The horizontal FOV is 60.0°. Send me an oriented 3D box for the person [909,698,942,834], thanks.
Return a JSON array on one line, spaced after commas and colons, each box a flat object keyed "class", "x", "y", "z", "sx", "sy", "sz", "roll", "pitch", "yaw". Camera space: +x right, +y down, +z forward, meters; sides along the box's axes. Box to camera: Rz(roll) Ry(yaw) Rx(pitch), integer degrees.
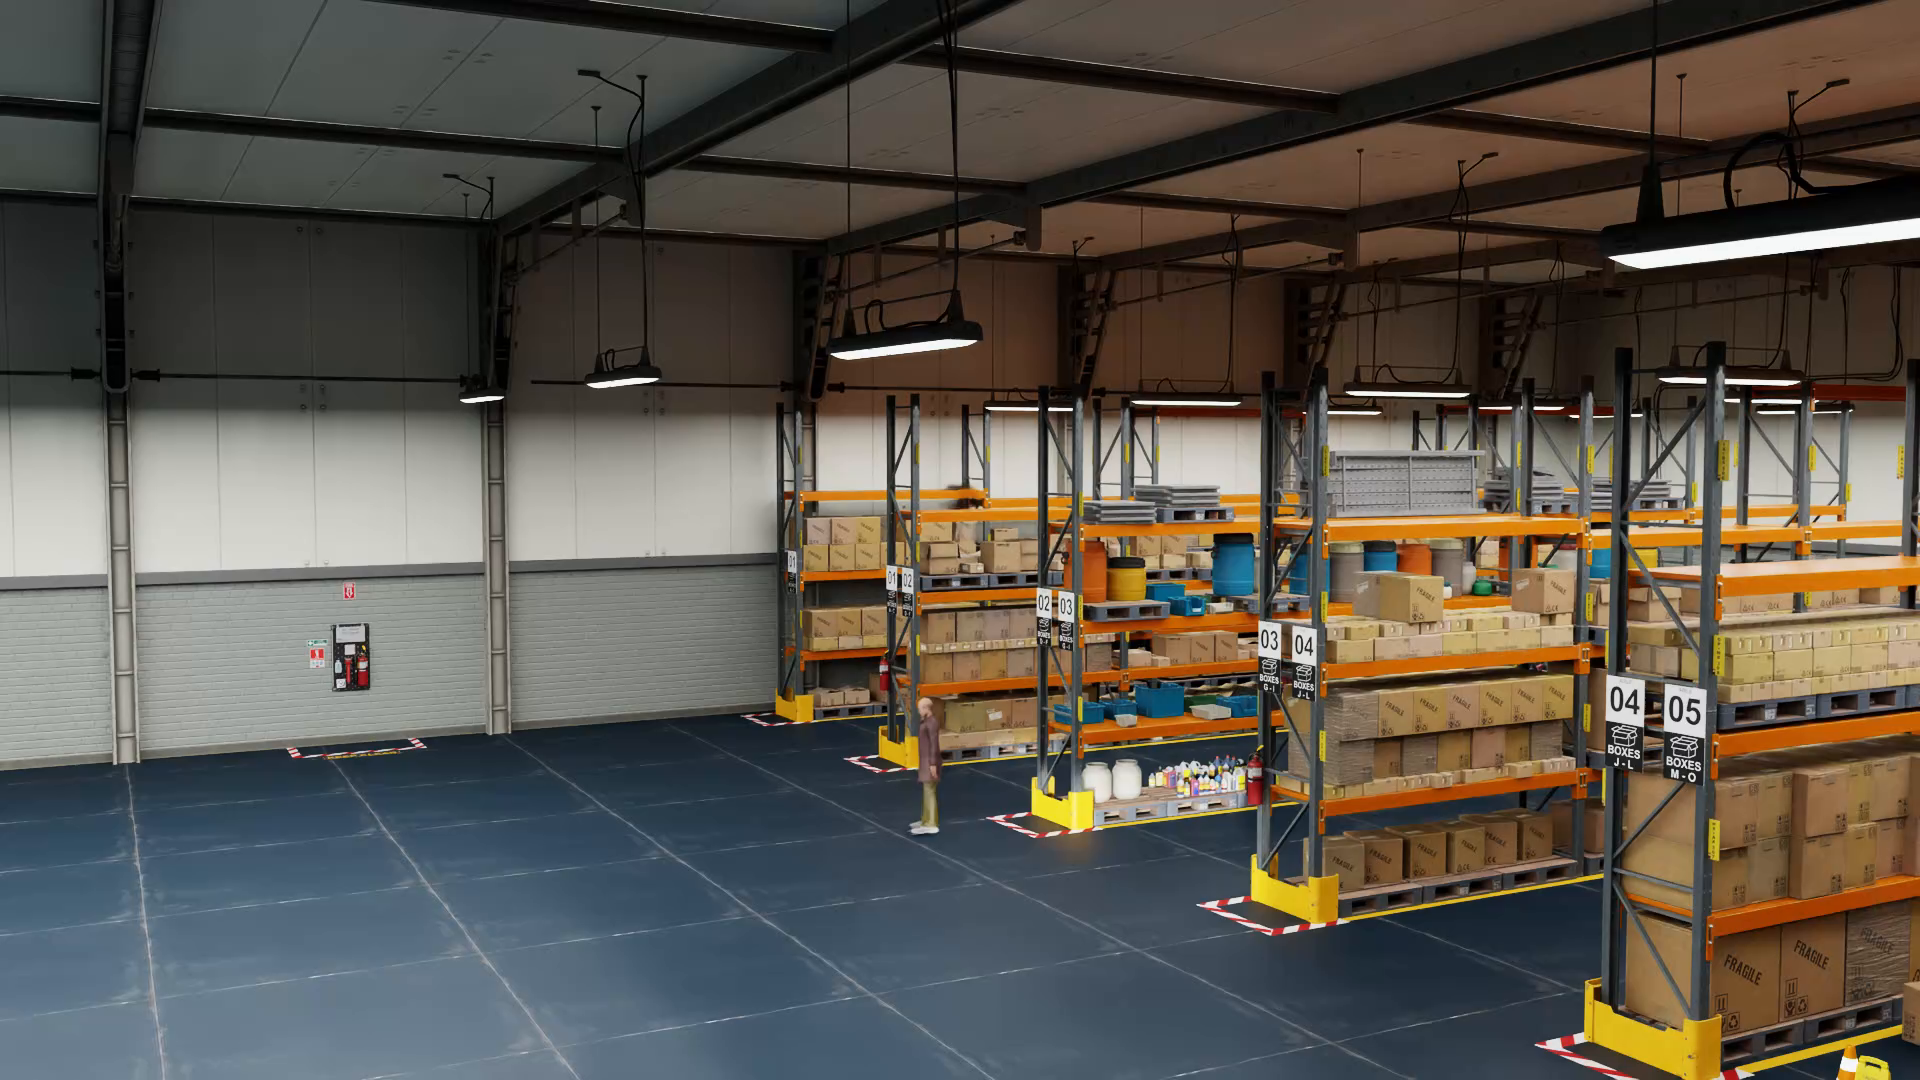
[{"class": "person", "x": -0.465, "y": 3.008, "z": 22.305, "sx": 0.440, "sy": 1.774, "sz": 0.632, "roll": 0, "pitch": 3, "yaw": -3}]
